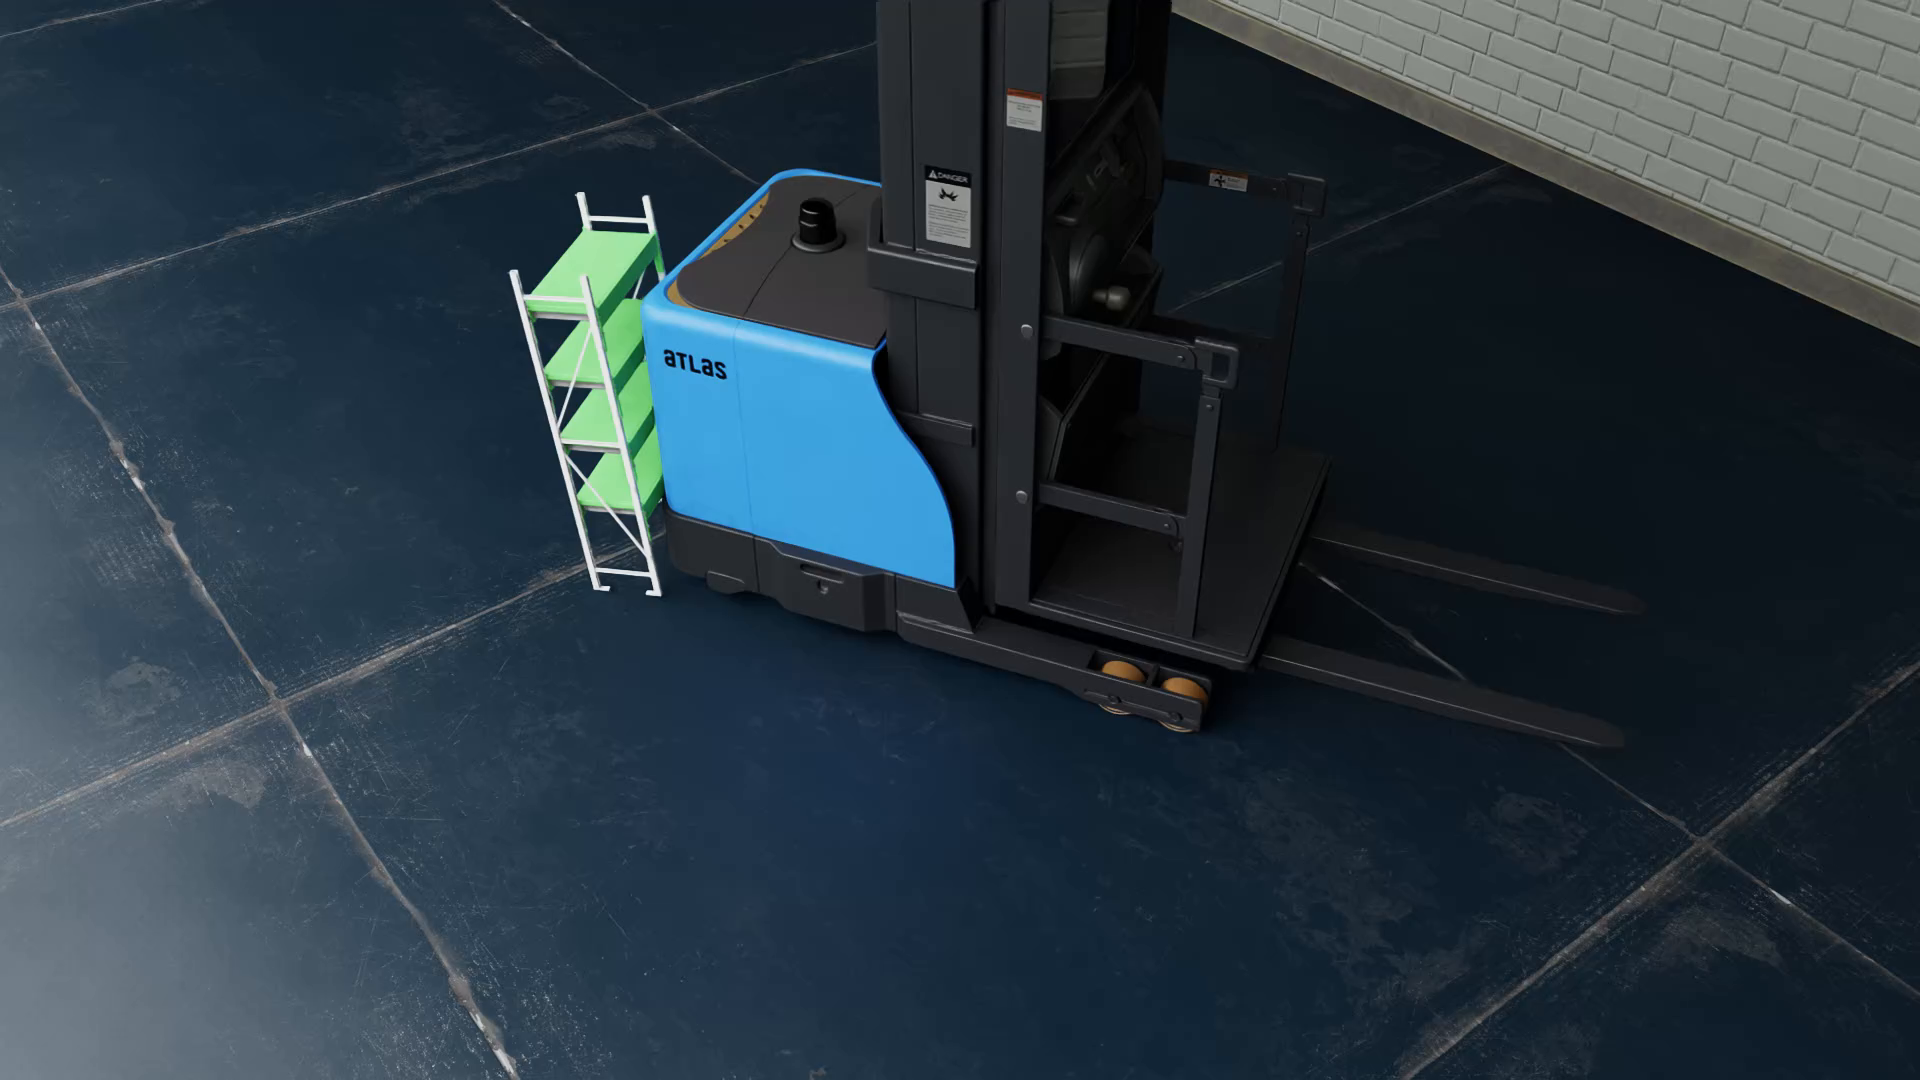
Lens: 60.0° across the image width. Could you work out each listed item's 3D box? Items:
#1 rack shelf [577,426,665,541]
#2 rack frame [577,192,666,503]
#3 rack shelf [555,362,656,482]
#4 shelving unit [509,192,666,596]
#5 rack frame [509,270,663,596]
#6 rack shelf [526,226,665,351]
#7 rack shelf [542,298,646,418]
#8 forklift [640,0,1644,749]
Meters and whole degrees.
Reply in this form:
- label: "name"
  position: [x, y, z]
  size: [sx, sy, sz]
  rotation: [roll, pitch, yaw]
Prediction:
- label: "rack shelf"
  position: [-1.067, -0.211, 5.526]
  size: [0.258, 0.148, 0.480]
  rotation: [5, 39, 13]
- label: "rack frame"
  position: [-1.033, -0.599, 5.521]
  size: [0.240, 1.200, 0.015]
  rotation: [5, 39, 13]
- label: "rack shelf"
  position: [-1.084, -0.399, 5.377]
  size: [0.258, 0.148, 0.480]
  rotation: [5, 39, 13]
- label: "shelving unit"
  position: [-1.088, -0.449, 5.337]
  size: [0.258, 1.200, 0.503]
  rotation: [5, 39, 13]
- label: "rack frame"
  position: [-1.143, -0.298, 5.153]
  size: [0.240, 1.200, 0.015]
  rotation: [5, 39, 13]
- label: "rack shelf"
  position: [-1.116, -0.774, 5.079]
  size: [0.258, 0.148, 0.480]
  rotation: [5, 39, 13]
- label: "rack shelf"
  position: [-1.100, -0.586, 5.228]
  size: [0.258, 0.148, 0.480]
  rotation: [5, 39, 13]
- label: "forklift"
  position: [0.596, -0.936, 4.580]
  size: [3.031, 2.935, 1.130]
  rotation: [15, 42, 17]
